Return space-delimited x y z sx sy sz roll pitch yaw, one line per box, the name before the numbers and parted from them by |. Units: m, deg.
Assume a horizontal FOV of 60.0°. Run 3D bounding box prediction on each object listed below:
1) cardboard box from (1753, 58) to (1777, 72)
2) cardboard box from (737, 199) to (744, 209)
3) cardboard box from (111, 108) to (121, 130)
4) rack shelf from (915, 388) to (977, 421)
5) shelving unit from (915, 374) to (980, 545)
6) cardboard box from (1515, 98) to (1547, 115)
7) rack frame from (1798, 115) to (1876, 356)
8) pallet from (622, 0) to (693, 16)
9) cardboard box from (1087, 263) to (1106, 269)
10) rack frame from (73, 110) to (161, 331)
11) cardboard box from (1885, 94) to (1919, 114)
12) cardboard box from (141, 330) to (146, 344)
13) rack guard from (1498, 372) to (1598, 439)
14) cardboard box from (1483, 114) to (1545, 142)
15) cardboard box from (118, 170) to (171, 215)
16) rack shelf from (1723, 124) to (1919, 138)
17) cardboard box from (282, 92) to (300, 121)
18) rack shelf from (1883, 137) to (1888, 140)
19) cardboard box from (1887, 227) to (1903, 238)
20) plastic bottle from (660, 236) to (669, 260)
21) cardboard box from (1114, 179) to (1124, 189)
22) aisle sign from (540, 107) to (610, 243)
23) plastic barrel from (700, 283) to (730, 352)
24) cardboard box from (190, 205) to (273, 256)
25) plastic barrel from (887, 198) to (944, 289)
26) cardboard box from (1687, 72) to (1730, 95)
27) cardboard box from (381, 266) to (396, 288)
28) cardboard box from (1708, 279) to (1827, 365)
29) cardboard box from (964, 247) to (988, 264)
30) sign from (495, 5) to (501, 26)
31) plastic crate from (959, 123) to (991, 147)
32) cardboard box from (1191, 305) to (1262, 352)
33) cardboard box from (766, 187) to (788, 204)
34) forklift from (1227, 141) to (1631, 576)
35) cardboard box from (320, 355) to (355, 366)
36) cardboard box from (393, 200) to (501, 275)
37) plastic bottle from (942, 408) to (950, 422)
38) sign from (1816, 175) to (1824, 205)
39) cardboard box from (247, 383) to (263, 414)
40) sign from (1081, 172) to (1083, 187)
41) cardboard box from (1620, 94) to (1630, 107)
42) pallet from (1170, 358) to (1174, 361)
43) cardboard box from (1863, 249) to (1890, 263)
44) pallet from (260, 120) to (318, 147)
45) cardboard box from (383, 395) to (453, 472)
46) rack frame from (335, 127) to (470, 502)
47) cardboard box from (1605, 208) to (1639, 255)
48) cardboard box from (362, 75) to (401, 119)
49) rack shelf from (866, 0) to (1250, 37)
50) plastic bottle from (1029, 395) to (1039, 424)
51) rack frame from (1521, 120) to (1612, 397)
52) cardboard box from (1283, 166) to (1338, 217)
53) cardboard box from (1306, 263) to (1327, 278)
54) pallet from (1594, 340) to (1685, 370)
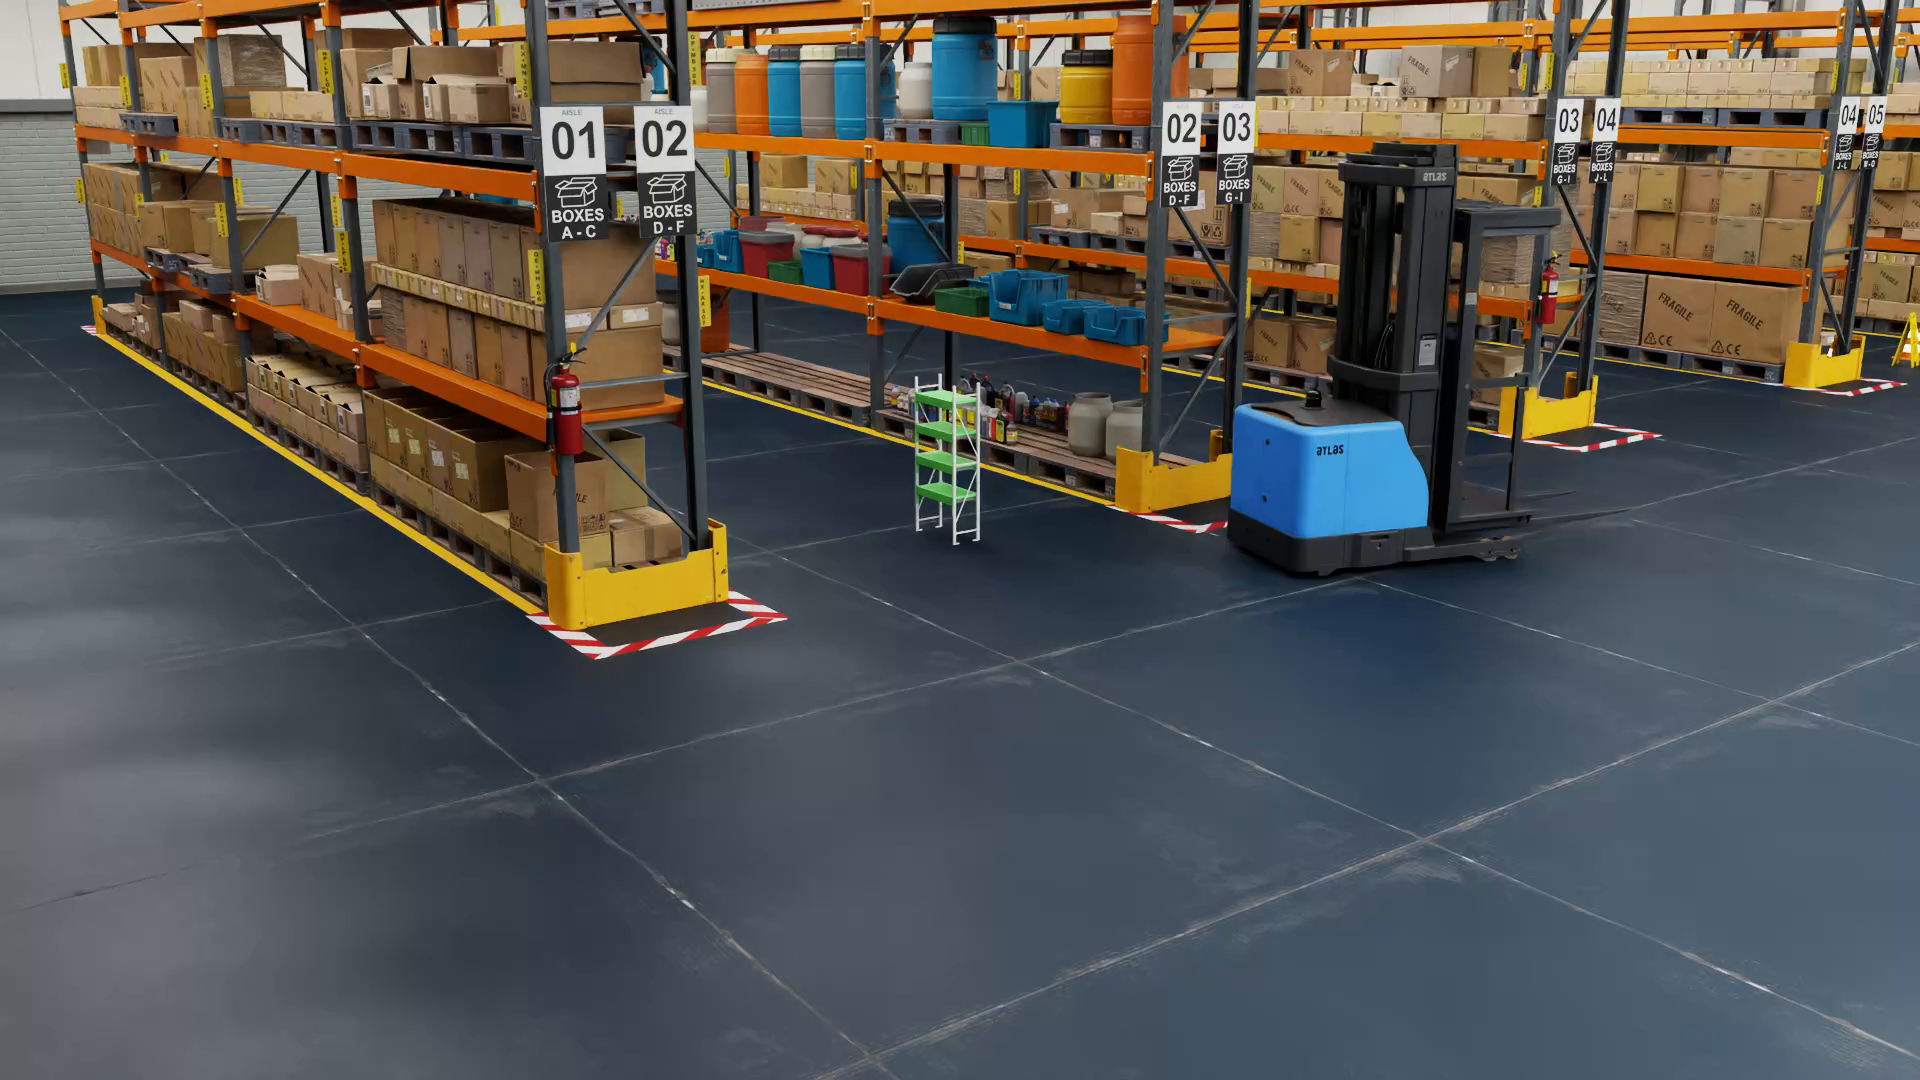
cardboard box | 9.206 -5.375 18.832 0.380 0.149 0.250 -10 18 -34
cardboard box | -3.563 -5.707 28.221 0.380 0.149 0.250 -11 19 -34
cardboard box | -9.954 -5.109 20.164 0.500 0.250 0.500 -11 19 -35
rack shelf | -0.097 -1.015 12.437 0.258 0.148 0.480 -11 19 -35
shelving unit | -0.097 -0.614 12.547 0.258 1.200 0.503 -11 19 -35
cardboard box | 5.488 -4.116 15.779 0.380 0.149 0.250 -11 19 -35
rack frame | 9.975 -3.287 18.903 1.000 3.000 0.127 -11 19 -35
pallet | -3.206 -6.246 19.467 1.213 0.211 1.003 -11 19 -35
cardboard box | 2.413 -4.707 28.698 0.380 0.149 0.250 -11 19 -34
rack frame | -11.520 -4.418 23.036 1.000 3.000 0.127 -11 19 -35
cardboard box | 12.797 -5.880 22.415 0.500 0.250 0.500 -10 18 -33
cardboard box | -10.001 -2.550 20.776 0.380 0.149 0.250 -11 19 -35
rack guard | 5.859 -1.349 16.558 1.175 0.500 0.348 -11 19 -35
cardboard box | 5.414 -3.976 16.024 0.500 0.250 0.500 -10 18 -33
cardboard box | -9.978 -4.271 20.416 0.500 0.500 0.500 -11 19 -36
rack shelf | 12.743 -5.603 23.048 1.077 0.370 4.000 -11 19 -35
cardboard box | -5.853 -3.966 15.190 0.500 0.250 0.500 -11 19 -36
rack shelf | 14.404 -7.229 28.987 1.077 0.370 4.000 -11 19 -35
cardboard box | 12.941 -4.224 22.802 0.380 0.149 0.250 -11 19 -34
plastic bottle | -3.526 -3.491 19.870 0.061 0.283 0.133 -11 19 -35
cardboard box | 2.779 -5.918 27.635 0.380 0.149 0.250 -11 18 -34
aisle sign | -2.311 -2.196 9.992 0.394 0.787 0.004 -11 19 -35
plastic barrel | -3.108 -2.736 20.204 0.600 0.830 0.708 -11 19 -35
cardboard box | -8.079 -3.447 18.504 0.500 0.500 0.700 12 19 38
plastic barrel | -0.437 -2.995 16.887 0.600 0.901 0.708 -11 19 -35
cardboard box | 8.873 -5.331 19.425 0.500 0.250 0.500 -11 19 -35
cardboard box | -4.315 -2.076 13.060 0.380 0.149 0.250 -11 19 -34
cardboard box | 9.523 -2.599 19.619 0.875 0.875 0.875 -11 19 -34
cardboard box | 0.293 -3.767 23.885 1.225 0.875 0.875 -11 19 -34
sign | -7.075 -8.013 25.418 0.100 0.325 0.005 -11 19 -35
plastic crate | 0.252 -3.589 14.727 0.336 0.188 0.450 -11 19 -35
cardboard box | 3.208 -2.534 20.052 0.700 0.500 0.500 -13 20 -39
cardboard box | -2.837 -5.664 27.309 0.500 0.250 0.500 -12 19 -36
forklift | 3.554 -1.381 12.069 3.031 2.935 1.130 -5 16 -19
cardboard box | -5.998 -1.673 16.358 0.500 0.311 0.500 -11 19 -35
cardboard box | -3.900 -2.328 12.754 0.700 0.500 0.500 -11 19 -35
plastic bottle | -0.142 -1.207 15.616 0.061 0.283 0.133 -10 18 -32
sign | 9.528 -3.878 18.422 0.100 0.325 0.005 -11 19 -35
cardboard box | -6.745 -1.429 16.527 0.500 0.250 0.500 -11 19 -35
sign | 1.633 -4.853 22.583 0.100 0.325 0.005 -11 19 -35
cardboard box | 8.162 -5.370 20.322 0.380 0.149 0.250 -11 19 -35
pallet | 2.371 -2.474 21.217 1.003 0.211 1.213 -11 19 -35
cardboard box | 12.668 -3.937 23.041 0.380 0.149 0.250 -10 18 -32
pallet | -5.684 -3.696 15.074 1.003 0.211 1.213 -10 18 -32
cardboard box | -4.144 -0.841 12.958 0.500 0.500 0.500 -11 19 -35
rack frame | -4.464 -1.856 13.674 1.000 3.000 0.127 -11 19 -35
cardboard box | 8.413 -3.889 20.818 0.875 0.550 0.550 -11 19 -35
cardboard box | -4.064 -3.266 12.252 0.500 0.311 0.500 -12 19 -38
rack shelf | 0.721 -4.550 14.276 1.077 0.370 4.000 -11 19 -35
plastic bottle | 0.703 -1.239 15.757 0.097 0.271 0.097 0 15 0
rack frame | 5.903 -2.538 16.168 1.000 3.000 0.127 -11 19 -35
cardboard box | 3.906 -3.824 18.220 0.500 0.500 0.500 -11 19 -35
cardboard box | 4.009 -2.963 18.194 0.380 0.149 0.250 -11 19 -35
pallet | 8.728 -2.361 20.801 1.003 0.211 1.213 -11 19 -35
